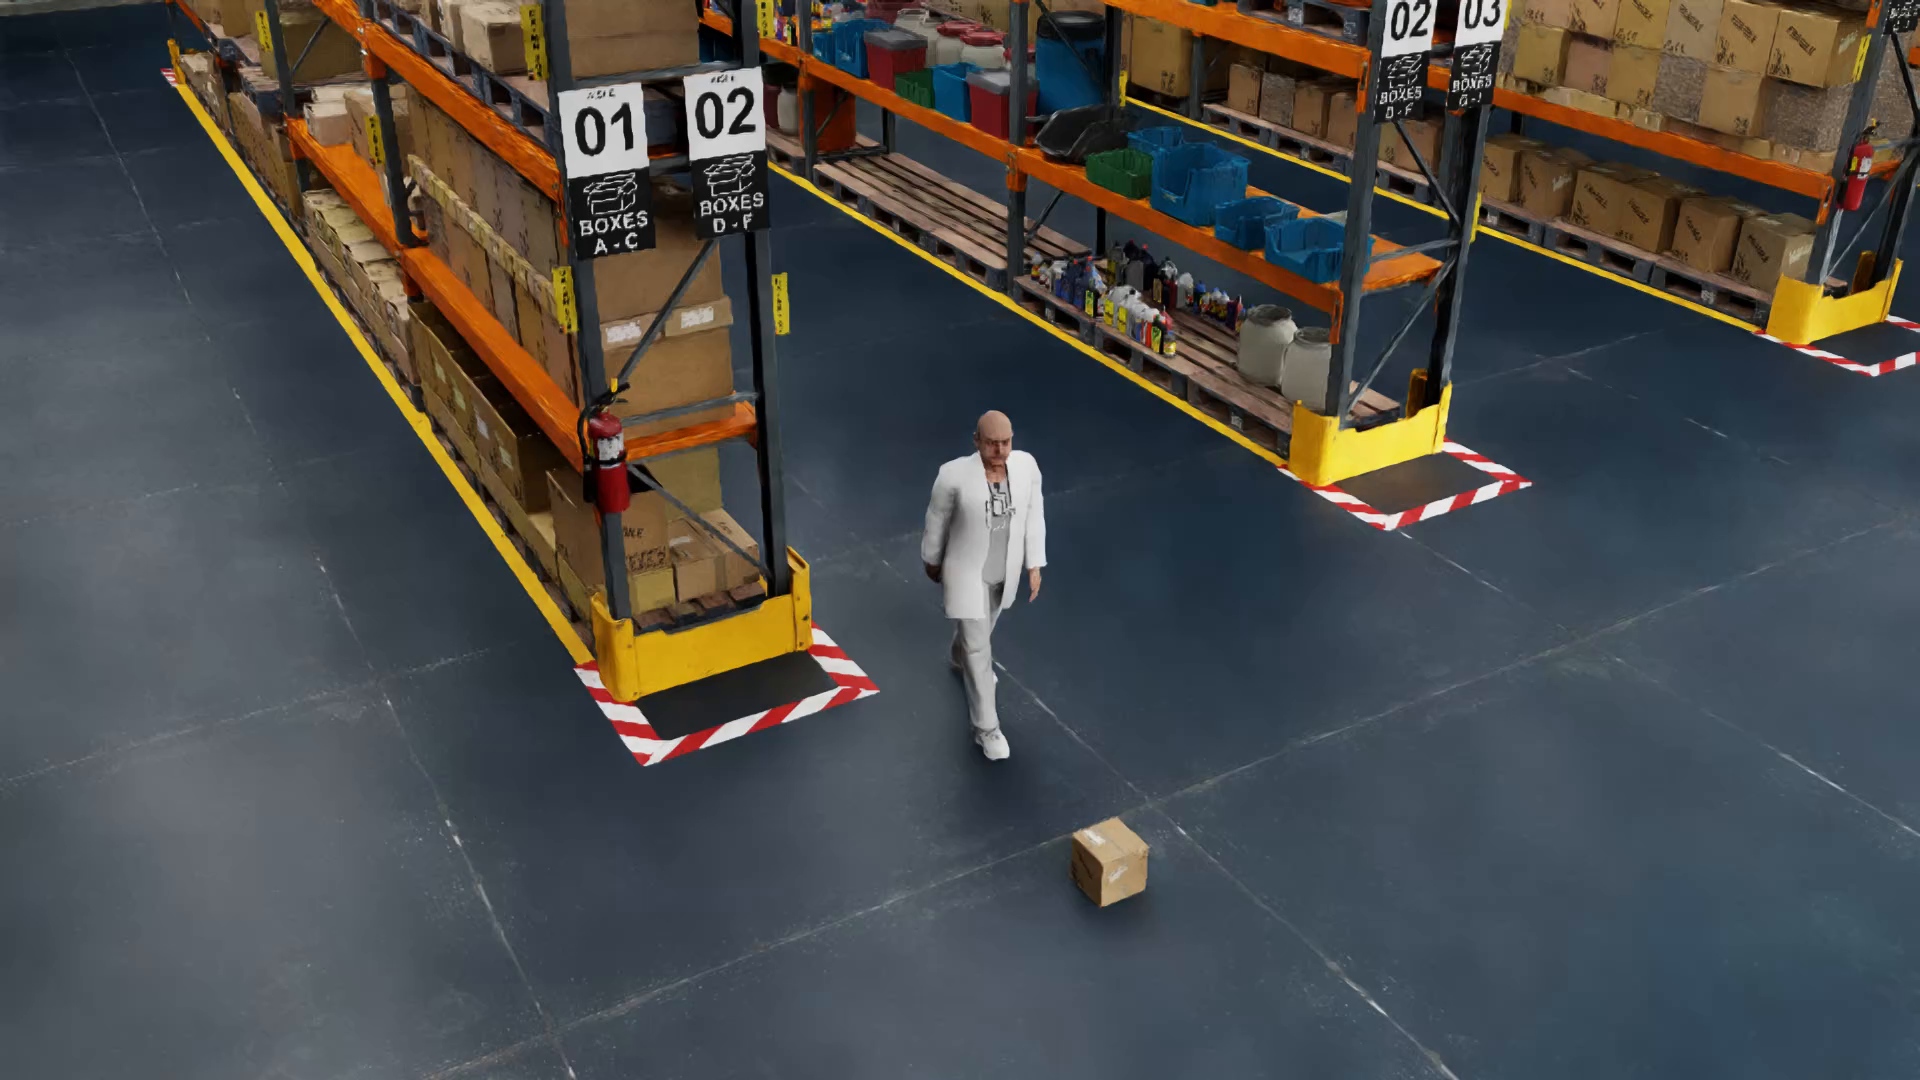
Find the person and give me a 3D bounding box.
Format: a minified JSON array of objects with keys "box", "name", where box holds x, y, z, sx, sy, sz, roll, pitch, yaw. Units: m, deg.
[{"box":[0.158,0.141,8.330,0.582,1.723,1.047,-12,31,-21],"name":"person"}]
